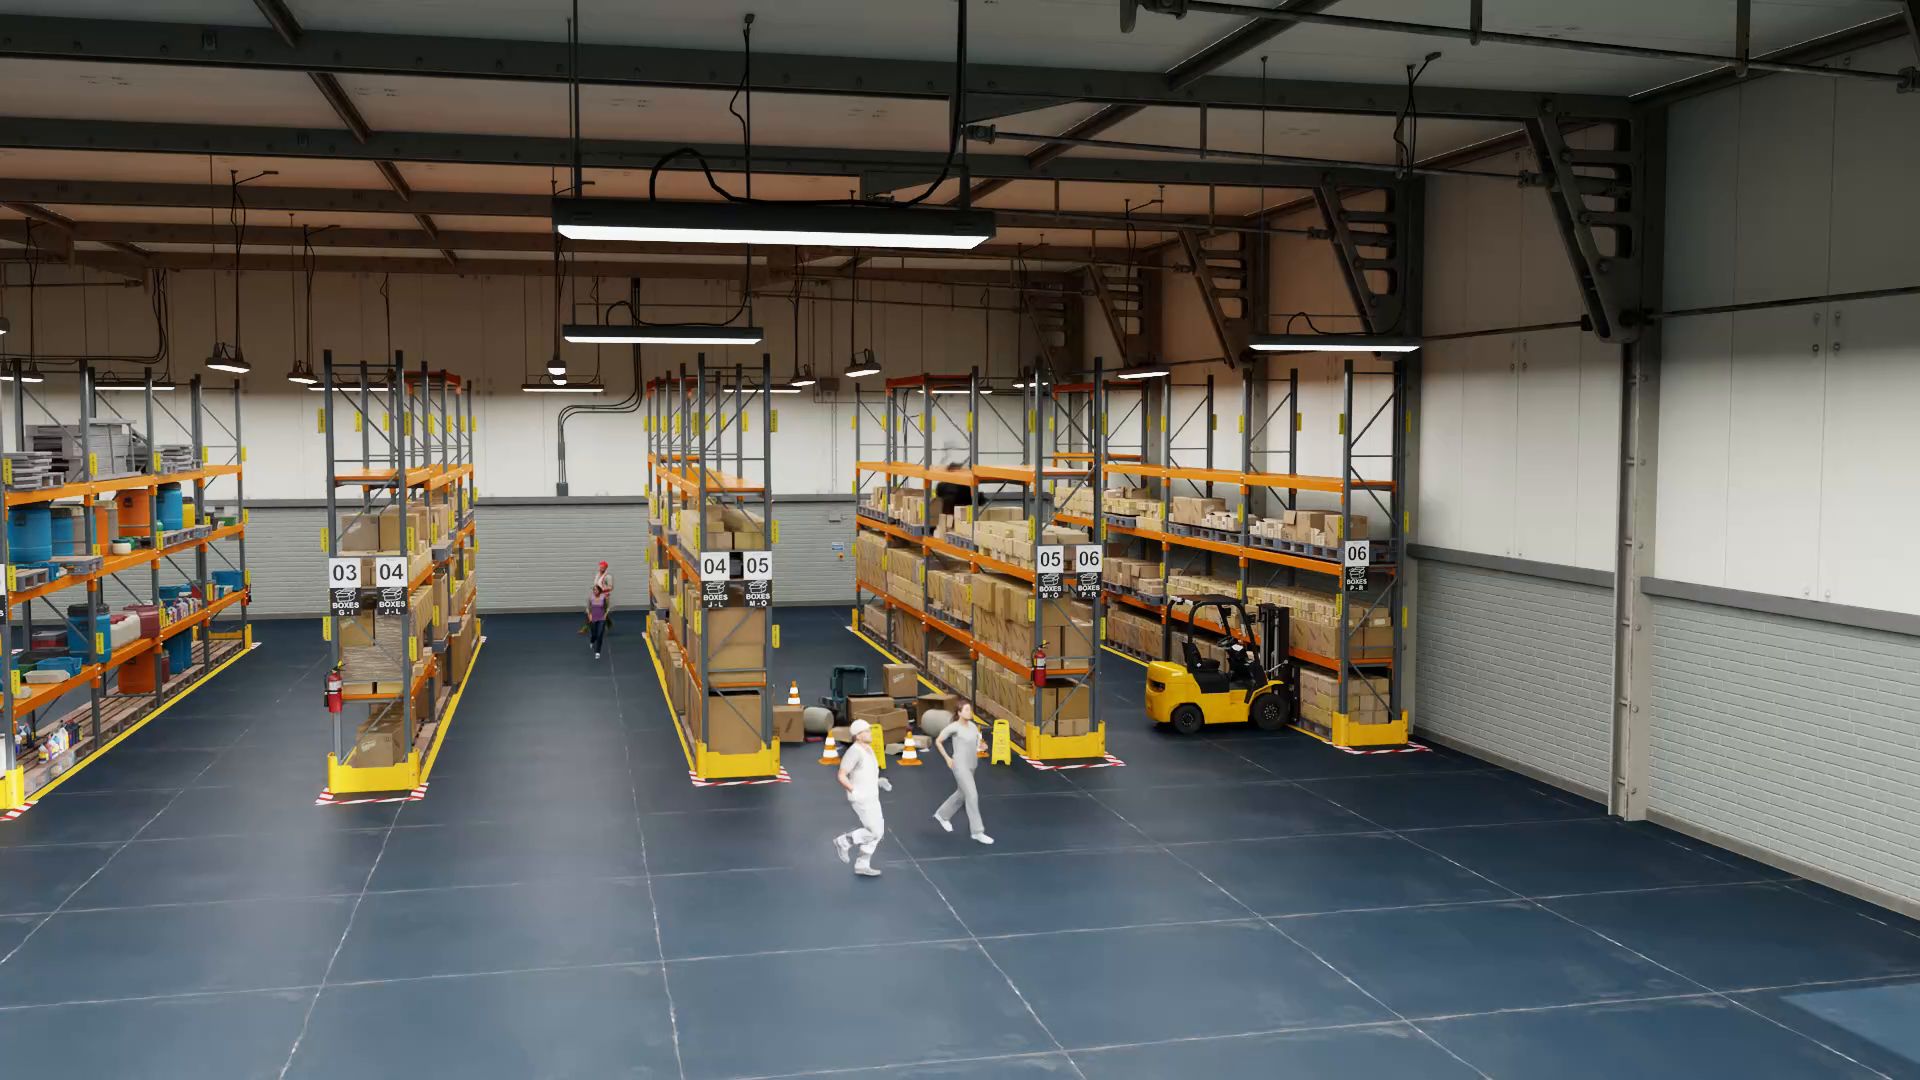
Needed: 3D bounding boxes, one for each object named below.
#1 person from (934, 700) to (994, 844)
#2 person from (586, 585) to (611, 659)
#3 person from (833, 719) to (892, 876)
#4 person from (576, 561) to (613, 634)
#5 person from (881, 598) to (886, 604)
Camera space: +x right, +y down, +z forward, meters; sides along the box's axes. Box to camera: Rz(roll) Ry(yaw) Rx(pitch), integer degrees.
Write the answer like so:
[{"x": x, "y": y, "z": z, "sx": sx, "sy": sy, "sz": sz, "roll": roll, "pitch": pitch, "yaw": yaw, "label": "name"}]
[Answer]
[{"x": 0.042, "y": 2.747, "z": 19.974, "sx": 0.947, "sy": 1.663, "sz": 0.567, "roll": 3, "pitch": 5, "yaw": 37, "label": "person"}, {"x": -7.789, "y": 1.742, "z": 35.830, "sx": 0.537, "sy": 1.578, "sz": 0.592, "roll": -1, "pitch": 4, "yaw": -10, "label": "person"}, {"x": -1.087, "y": 2.853, "z": 18.451, "sx": 0.601, "sy": 1.738, "sz": 0.658, "roll": 1, "pitch": 4, "yaw": 18, "label": "person"}, {"x": -8.515, "y": 1.350, "z": 39.451, "sx": 0.766, "sy": 1.724, "sz": 0.979, "roll": 2, "pitch": 5, "yaw": 30, "label": "person"}, {"x": -1.780, "y": 1.295, "z": 41.908, "sx": 0.607, "sy": 1.613, "sz": 0.747, "roll": 1, "pitch": 4, "yaw": 18, "label": "person"}]
